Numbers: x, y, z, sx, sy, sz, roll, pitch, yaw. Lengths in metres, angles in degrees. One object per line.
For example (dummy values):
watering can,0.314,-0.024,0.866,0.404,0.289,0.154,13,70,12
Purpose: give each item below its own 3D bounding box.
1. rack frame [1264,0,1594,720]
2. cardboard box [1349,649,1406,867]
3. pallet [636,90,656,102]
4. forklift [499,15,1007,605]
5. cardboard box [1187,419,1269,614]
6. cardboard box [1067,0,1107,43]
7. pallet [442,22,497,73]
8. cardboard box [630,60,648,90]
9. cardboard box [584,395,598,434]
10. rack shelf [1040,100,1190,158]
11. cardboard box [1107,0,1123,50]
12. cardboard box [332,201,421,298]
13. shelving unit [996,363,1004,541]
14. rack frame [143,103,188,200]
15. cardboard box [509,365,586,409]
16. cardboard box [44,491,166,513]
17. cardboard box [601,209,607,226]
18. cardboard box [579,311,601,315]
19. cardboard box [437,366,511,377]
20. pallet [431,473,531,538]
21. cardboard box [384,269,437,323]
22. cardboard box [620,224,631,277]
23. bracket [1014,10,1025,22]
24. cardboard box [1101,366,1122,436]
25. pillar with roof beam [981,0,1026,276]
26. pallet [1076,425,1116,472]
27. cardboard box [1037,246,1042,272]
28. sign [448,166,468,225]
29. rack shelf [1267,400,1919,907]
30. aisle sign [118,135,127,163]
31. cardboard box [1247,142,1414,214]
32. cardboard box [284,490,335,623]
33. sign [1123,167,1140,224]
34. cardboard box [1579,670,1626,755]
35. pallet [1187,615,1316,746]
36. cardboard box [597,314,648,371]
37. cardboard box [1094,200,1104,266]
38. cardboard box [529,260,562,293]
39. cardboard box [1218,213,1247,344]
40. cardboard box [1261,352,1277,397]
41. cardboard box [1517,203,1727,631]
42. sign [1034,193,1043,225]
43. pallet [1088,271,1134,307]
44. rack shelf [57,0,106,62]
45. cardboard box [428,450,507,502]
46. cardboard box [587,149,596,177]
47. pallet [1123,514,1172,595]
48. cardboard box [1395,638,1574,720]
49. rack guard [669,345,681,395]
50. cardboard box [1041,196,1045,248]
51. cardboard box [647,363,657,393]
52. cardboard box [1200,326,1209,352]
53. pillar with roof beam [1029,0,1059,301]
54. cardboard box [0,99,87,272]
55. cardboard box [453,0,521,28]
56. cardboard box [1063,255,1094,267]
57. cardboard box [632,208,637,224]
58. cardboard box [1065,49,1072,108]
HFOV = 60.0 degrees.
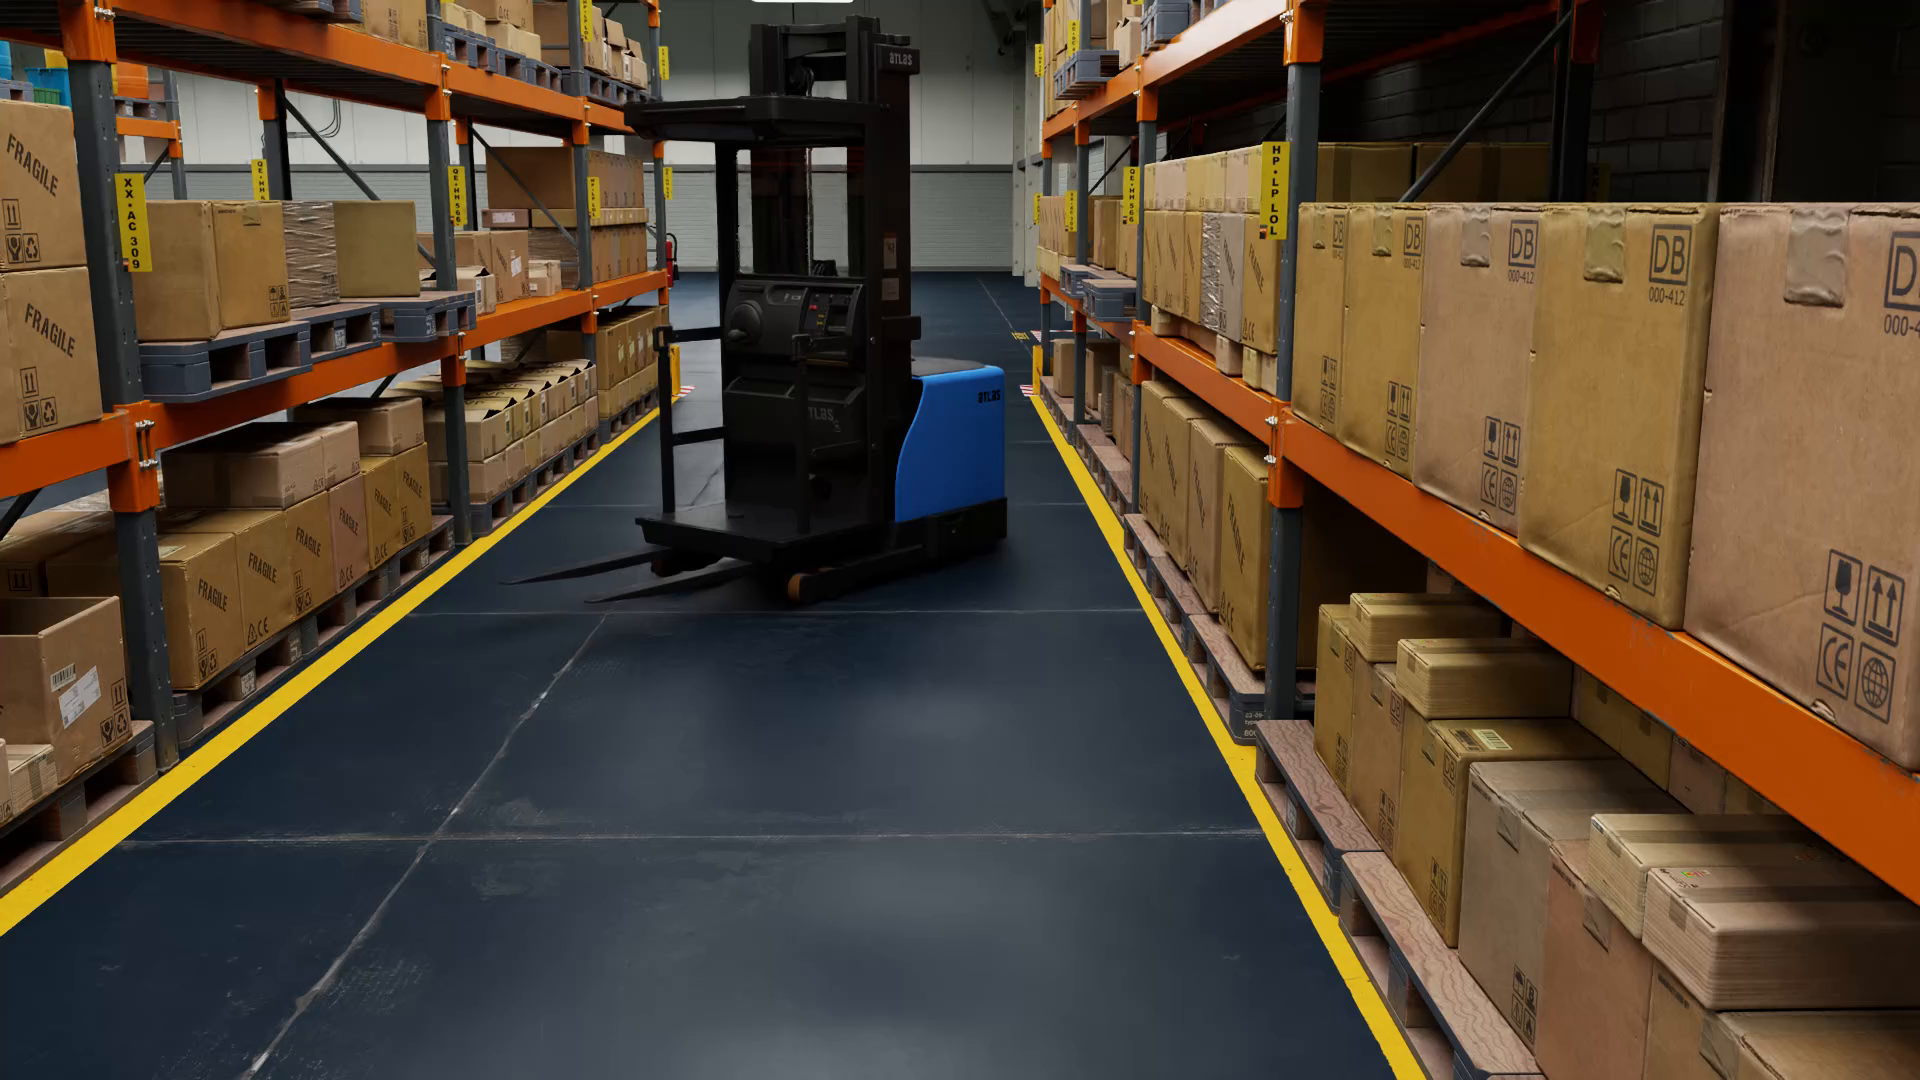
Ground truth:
rack frame,1.616,-0.664,5.787,1.000,3.000,0.127,0,11,-1
cardboard box,1.536,0.604,4.766,0.700,0.500,0.500,0,11,-2
pallet,-3.596,-4.314,16.458,1.003,0.211,1.213,0,11,-1
forklift,-1.019,-1.215,8.678,1.130,2.935,3.031,9,14,37
cardboard box,1.451,-0.121,7.464,0.750,0.750,0.750,0,11,1
cardboard box,1.169,-4.371,13.701,0.500,0.500,0.500,-1,12,-6
pallet,-3.523,-2.950,9.986,1.213,0.211,1.003,0,11,1
cardboard box,-3.298,-4.471,15.979,0.500,0.250,0.500,0,11,-1
cardboard box,-3.204,-1.010,13.352,0.500,0.250,0.500,0,11,-2
rack shelf,1.409,-3.769,15.358,1.077,0.370,4.000,0,11,-1
cardboard box,1.382,-3.870,12.738,0.500,0.500,0.500,1,12,7
cardboard box,-3.294,-1.568,8.935,0.700,0.500,0.500,-4,12,-20
shelving unit,0.151,-0.538,10.071,0.215,1.050,0.252,1,12,7
rack frame,-8.537,-3.008,17.344,1.000,3.000,0.127,0,11,-1
cardboard box,-3.190,-1.183,12.796,0.500,0.311,0.500,0,11,0
cardboard box,-3.646,0.072,7.341,0.500,0.500,0.500,0,11,0
cardboard box,-3.337,-2.857,14.715,0.380,0.149,0.250,-1,11,-3
cardboard box,-3.761,-1.948,16.088,0.500,0.500,0.500,0,11,-1
cardboard box,-3.738,-1.183,12.797,0.500,0.311,0.500,0,11,-2
pallet,-3.398,-0.235,10.687,1.003,0.211,1.213,0,11,-1
cardboard box,-3.384,-1.467,9.968,0.500,0.311,0.500,0,11,2
cardboard box,-3.568,-2.781,15.972,0.700,0.500,0.500,0,11,-1
bracket,1.405,-12.305,39.024,0.235,0.232,0.430,0,11,-1
cardboard box,1.482,-1.098,13.109,0.700,0.500,0.500,0,11,1
pillar with roof beam,-2.677,-11.799,45.587,9.100,9.000,0.548,0,11,-1
pallet,1.468,-0.733,13.140,1.003,0.211,1.213,0,11,-1
cardboard box,1.060,-2.887,17.073,0.500,0.250,0.500,-1,11,-3
sign,-2.877,-1.971,9.515,0.100,0.325,0.005,0,11,-1
rack shelf,1.657,0.086,3.898,1.077,0.370,4.000,0,11,-1
aisle sign,-8.832,-4.296,17.150,0.394,0.787,0.004,0,11,-1
cardboard box,1.350,-1.328,6.123,0.500,0.250,0.500,0,11,0
cardboard box,-3.128,0.064,7.379,0.500,0.500,0.500,0,11,0
sign,0.991,-1.983,9.578,0.100,0.325,0.005,0,11,-1
cardboard box,1.754,0.416,4.065,0.380,0.149,0.250,0,11,-2
pallet,1.524,0.550,6.818,1.003,0.211,1.213,0,11,-1
cardboard box,-3.232,-1.850,15.609,0.500,0.500,0.500,0,11,-1
cardboard box,1.427,-2.417,13.072,0.700,0.500,0.500,0,11,-1
cardboard box,-3.448,-2.062,13.055,0.500,0.250,0.500,0,11,2
cardboard box,1.334,-1.060,6.692,0.500,0.500,0.500,0,11,-1
cardboard box,1.325,-0.616,6.135,0.380,0.149,0.250,0,11,-1
cardboard box,1.651,-0.262,3.050,0.980,0.700,0.700,0,11,-2
sign,0.825,-3.471,17.447,0.100,0.325,0.005,0,11,-1
pallet,1.451,-1.758,11.664,1.003,0.211,1.213,0,11,-1
rack shelf,-3.296,-1.363,3.496,1.077,0.370,4.000,0,11,-1
cardboard box,-3.137,-0.401,10.353,0.500,0.250,0.500,0,11,-1
cardboard box,-3.530,-3.106,14.312,0.700,0.500,0.500,0,11,-1
pallet,1.474,0.065,9.209,1.003,0.211,1.213,0,11,-1
cardboard box,1.364,0.359,4.343,0.380,0.149,0.250,-1,11,-3
rack guard,-3.586,-1.808,17.713,1.175,0.500,0.348,0,11,-1
cardboard box,1.077,-3.159,16.525,0.500,0.500,0.500,0,11,-1
cardboard box,-3.244,-1.582,16.173,0.500,0.250,0.500,0,11,-1
cardboard box,1.351,-0.974,7.899,0.380,0.149,0.250,0,11,-1
pillar with roof beam,-2.429,-9.414,33.829,9.100,9.000,0.548,0,11,-1
cardboard box,-3.068,-1.082,5.083,0.500,0.500,0.500,0,11,-1
cardboard box,-3.494,-3.967,11.959,0.500,0.500,0.500,1,12,4
cardboard box,1.137,-2.283,14.096,0.500,0.250,0.500,0,11,-1
cardboard box,-3.371,-3.167,16.242,0.380,0.149,0.250,0,11,0
cardboard box,1.195,-3.983,14.301,0.500,0.500,0.500,-1,12,-6
